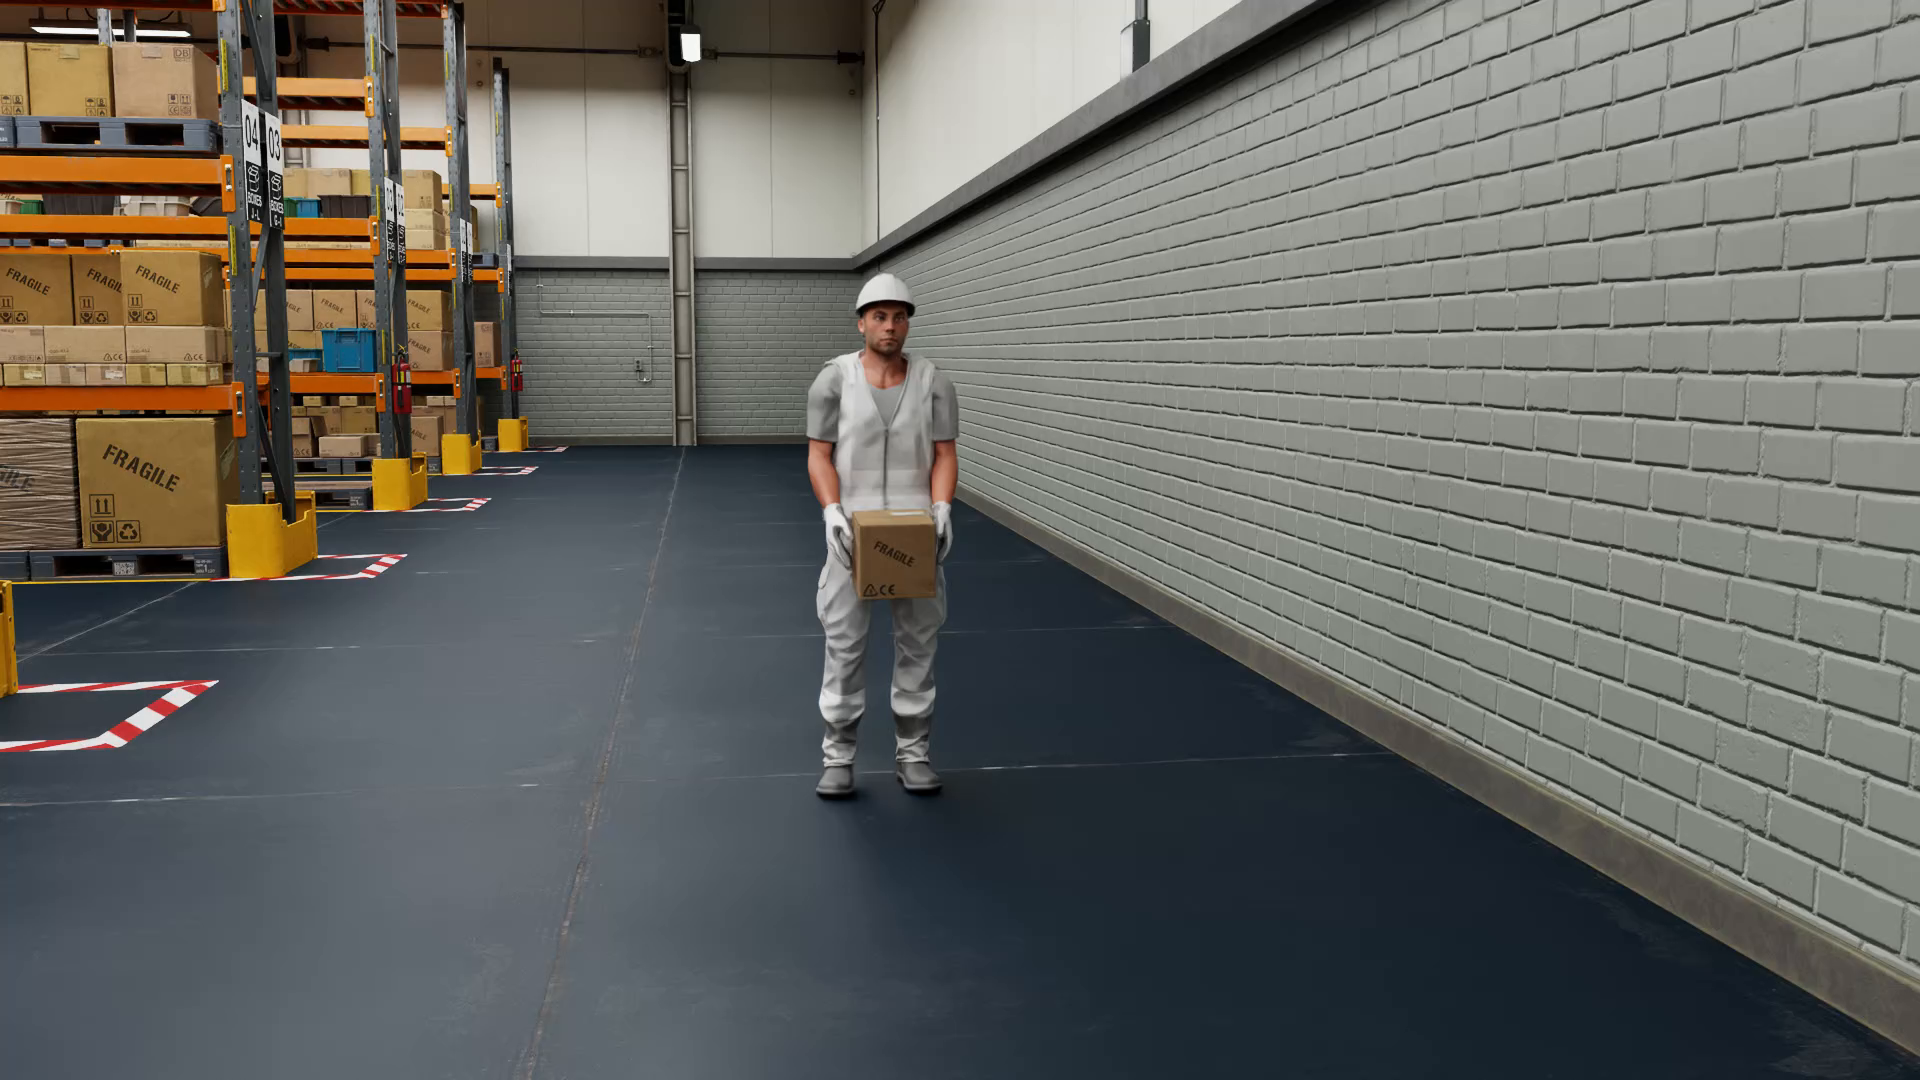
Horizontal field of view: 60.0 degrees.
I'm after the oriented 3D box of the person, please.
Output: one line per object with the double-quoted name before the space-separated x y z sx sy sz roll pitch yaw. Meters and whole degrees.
"person" -0.255 -0.017 5.742 0.533 1.793 0.474 -1 6 -10
